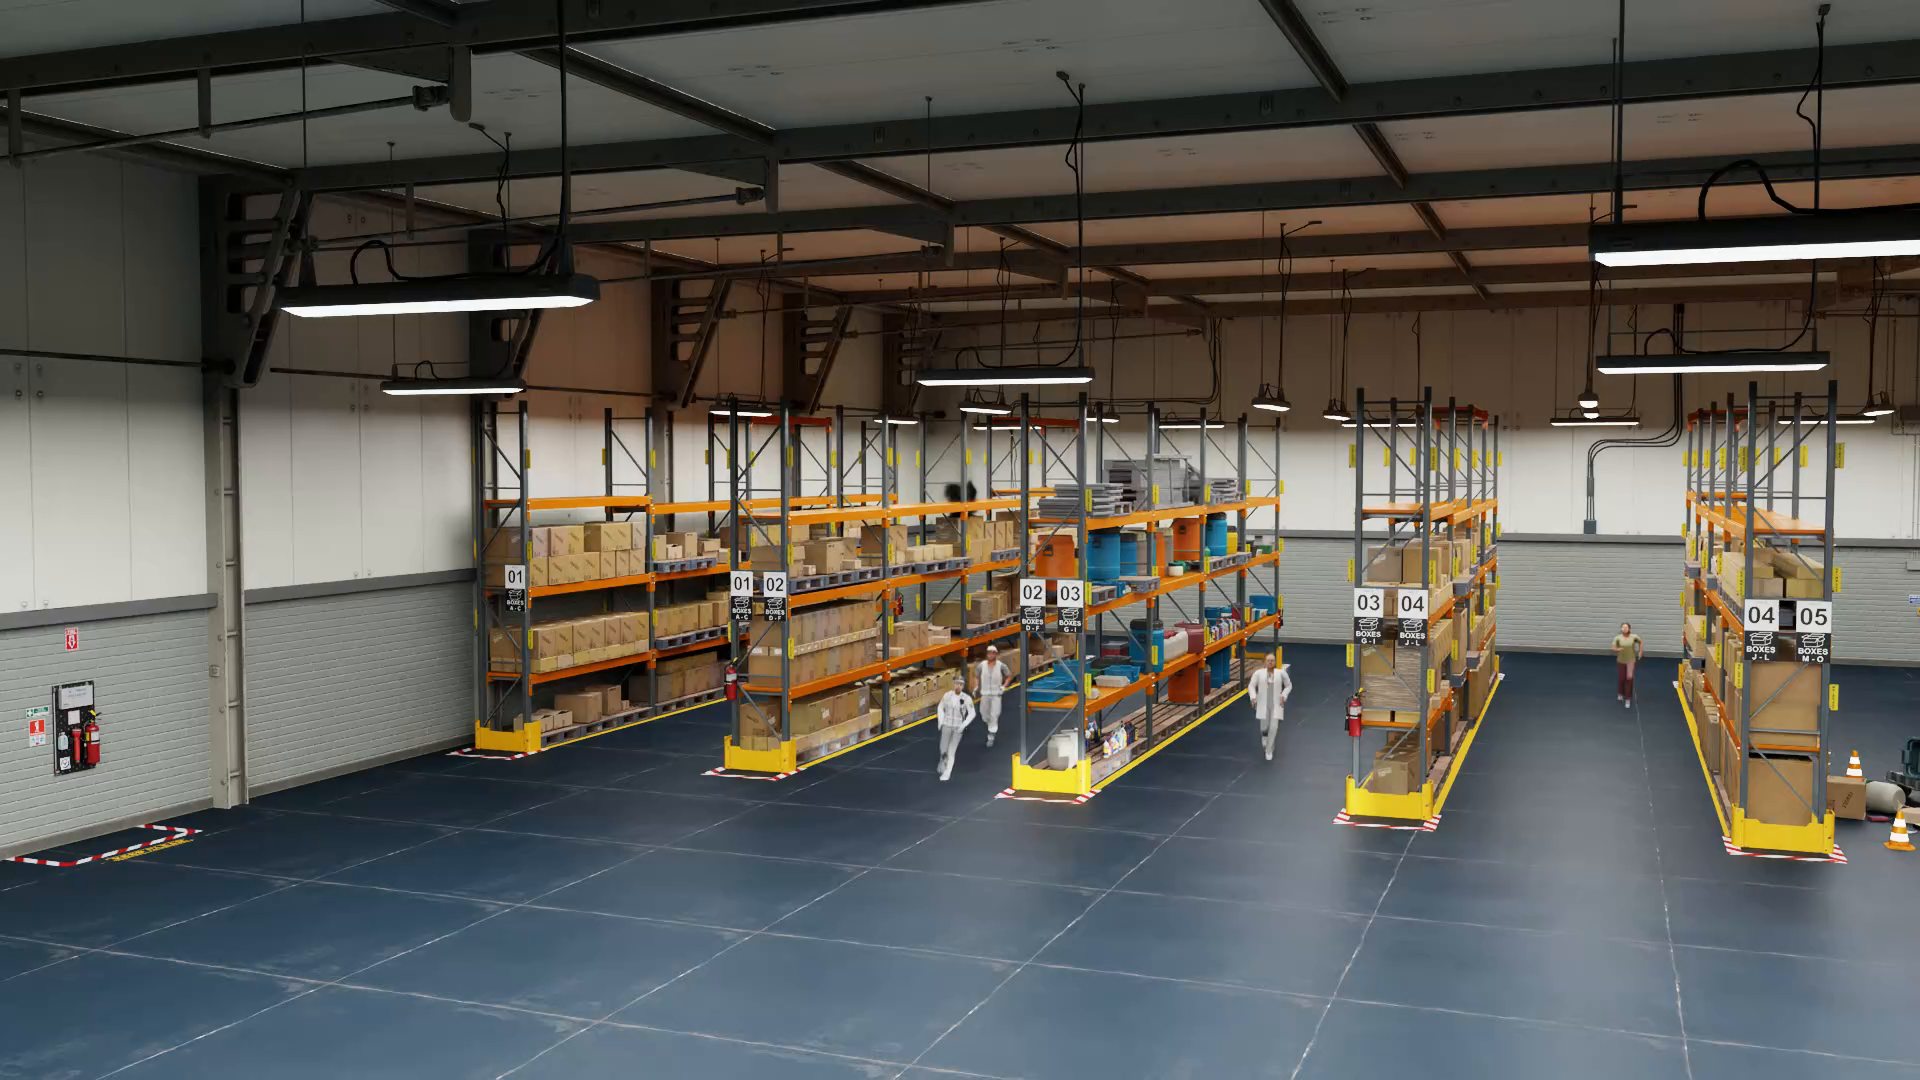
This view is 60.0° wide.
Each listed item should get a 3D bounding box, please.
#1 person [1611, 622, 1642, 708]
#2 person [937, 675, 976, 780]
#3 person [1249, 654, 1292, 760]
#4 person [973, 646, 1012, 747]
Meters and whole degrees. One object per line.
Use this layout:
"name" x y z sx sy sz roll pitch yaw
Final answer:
"person" 13.582 2.523 33.890 0.584 1.717 0.878 1 3 25
"person" -0.071 2.920 26.009 0.656 1.640 0.521 1 3 10
"person" 5.218 2.792 27.965 0.724 1.752 0.653 1 3 11
"person" 0.568 2.724 29.204 0.670 1.752 0.611 0 3 7
